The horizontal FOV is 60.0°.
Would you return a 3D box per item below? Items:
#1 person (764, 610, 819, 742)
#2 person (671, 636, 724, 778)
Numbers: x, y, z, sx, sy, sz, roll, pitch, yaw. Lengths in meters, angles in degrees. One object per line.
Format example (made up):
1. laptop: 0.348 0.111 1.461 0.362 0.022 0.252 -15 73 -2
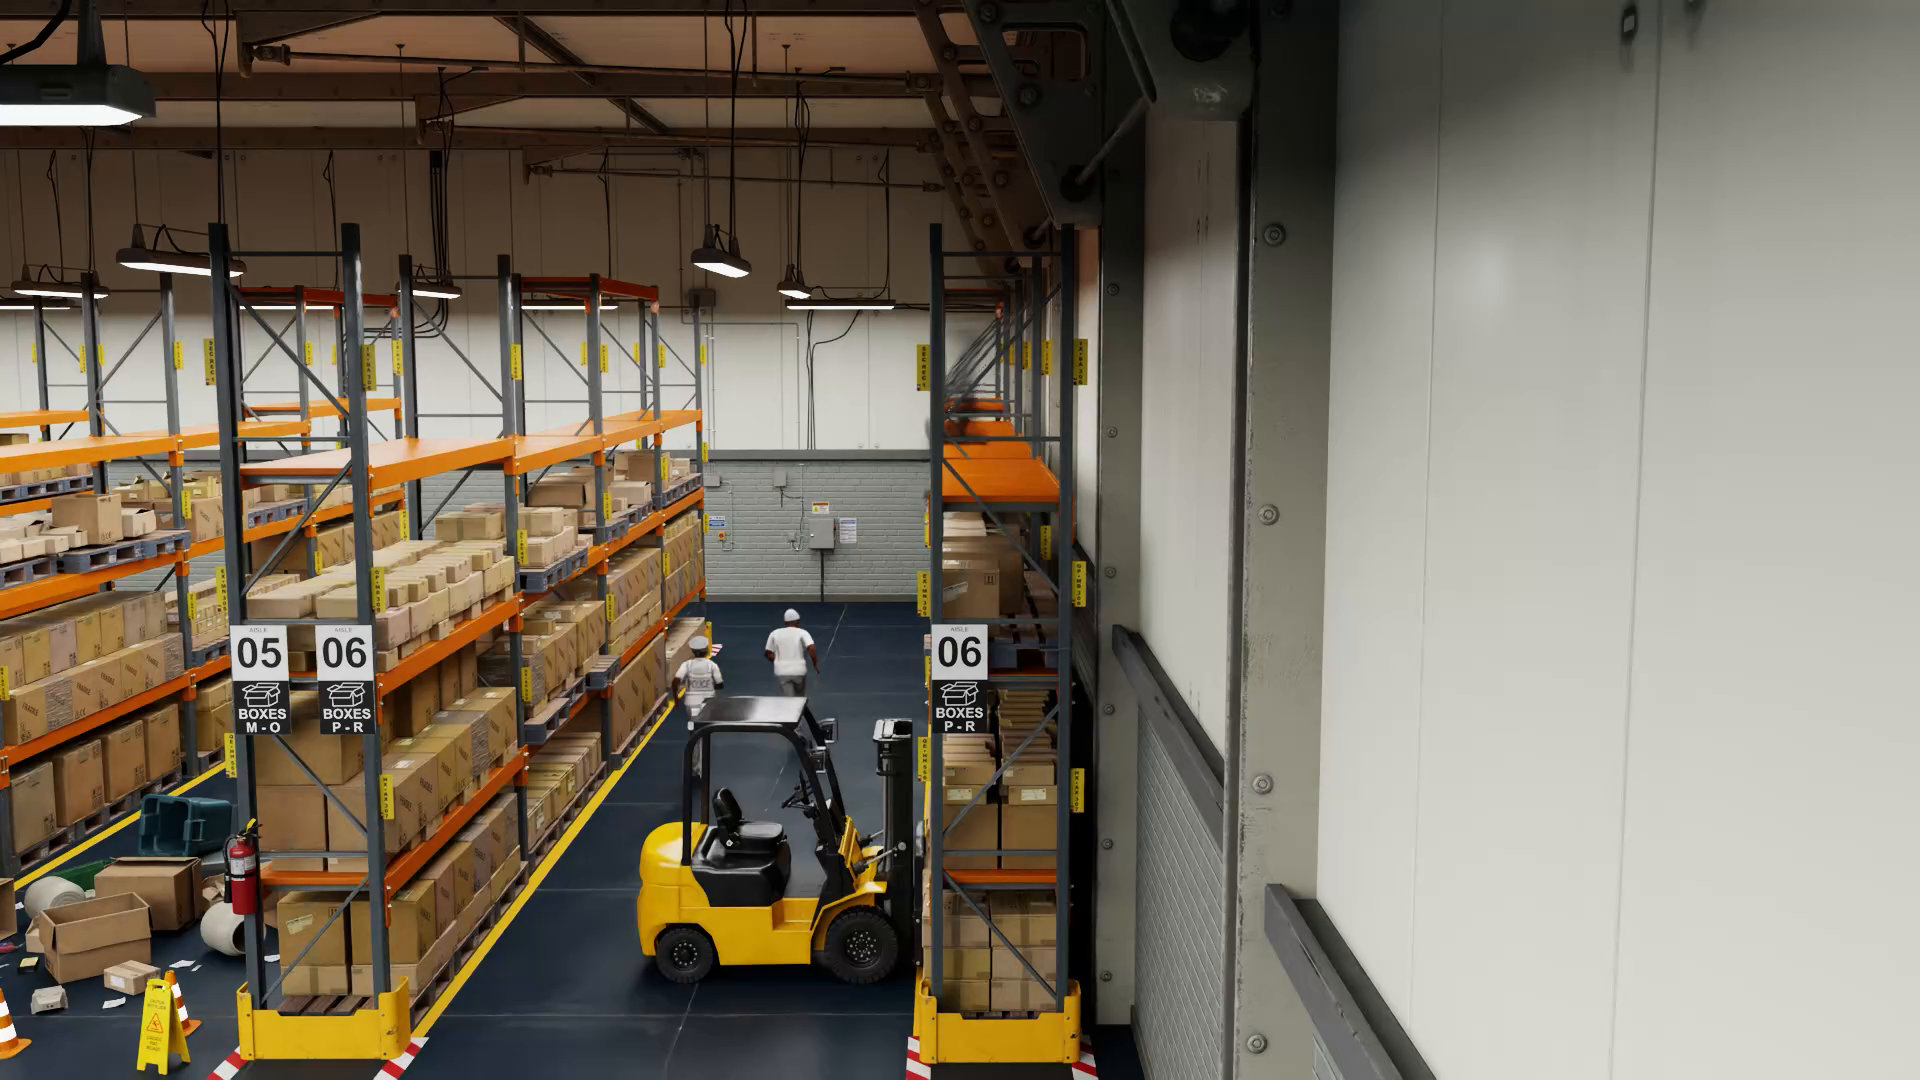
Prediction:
1. person: -2.219 1.802 21.834 0.725 1.708 0.880 0 7 -1
2. person: -3.110 2.036 19.804 0.590 1.771 0.758 0 7 0
